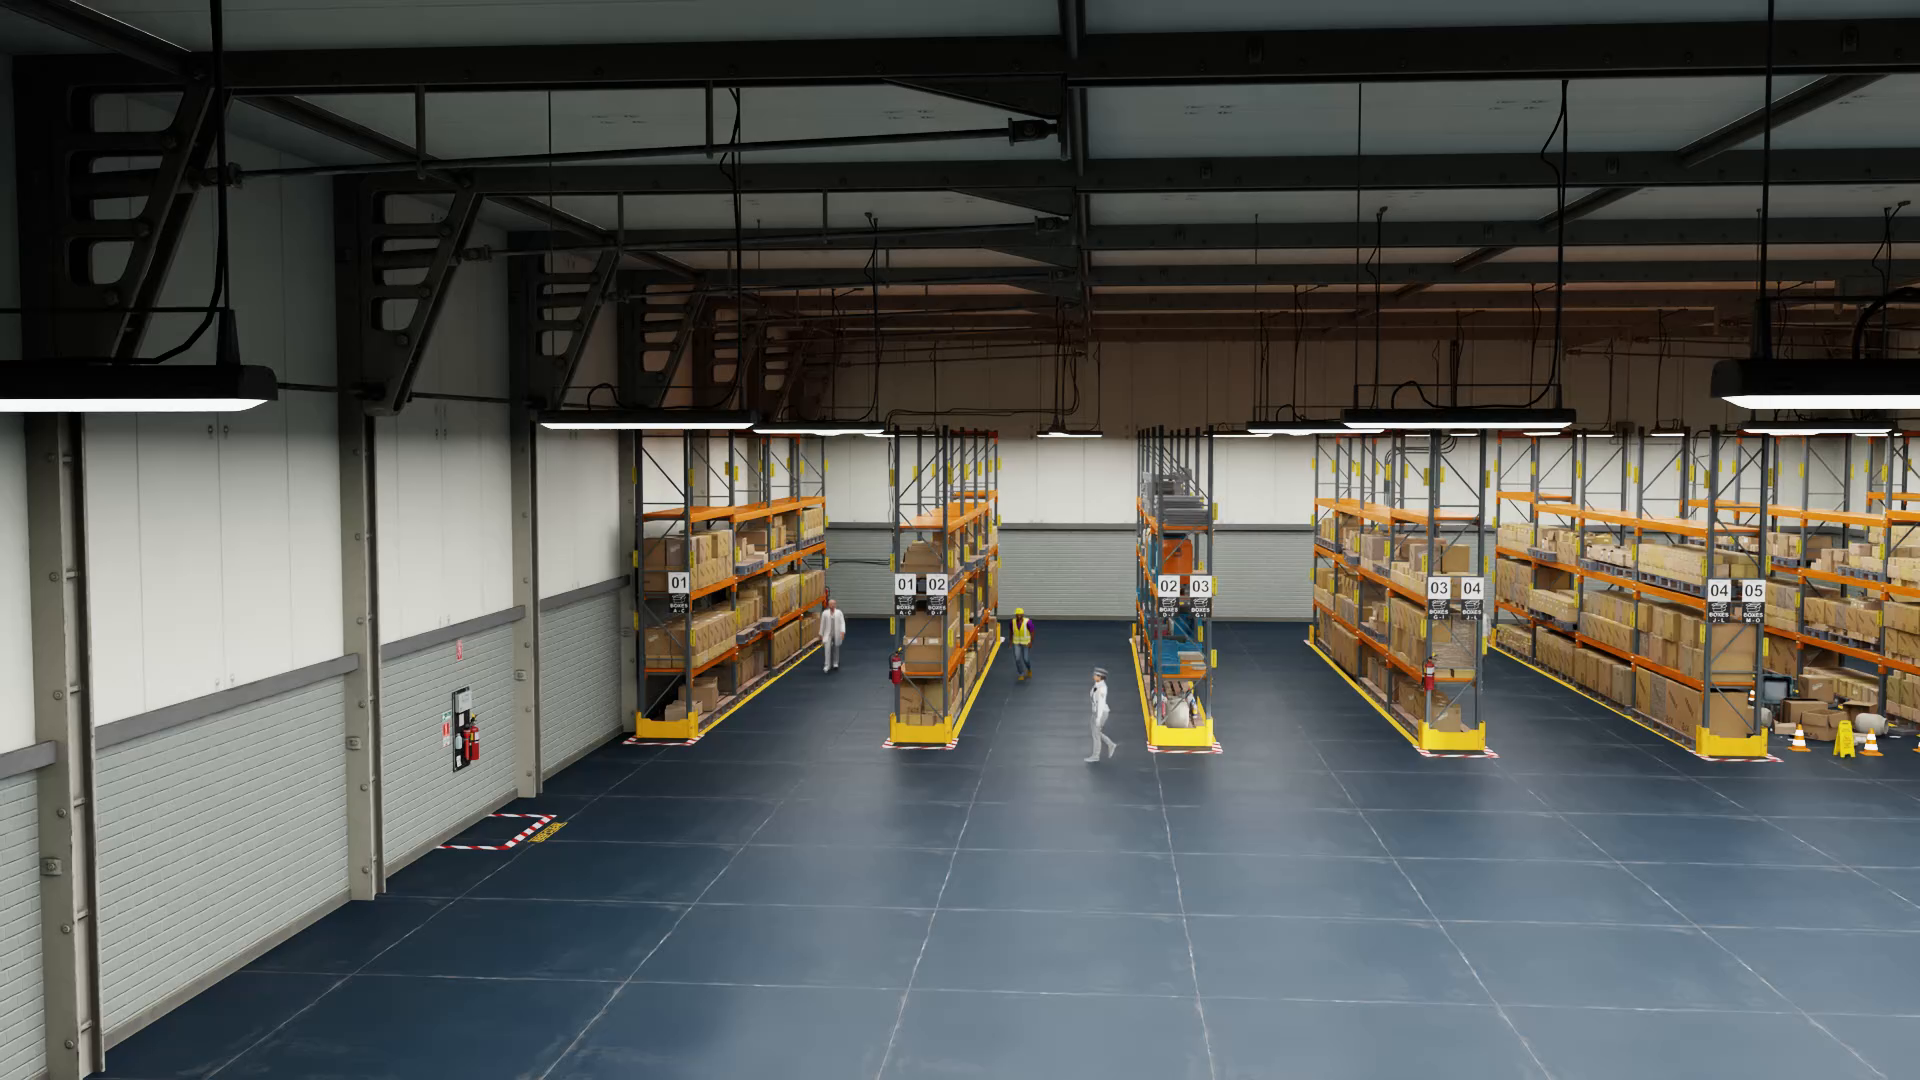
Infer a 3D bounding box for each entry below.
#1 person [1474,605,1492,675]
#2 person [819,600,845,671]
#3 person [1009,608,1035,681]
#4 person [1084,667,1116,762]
[{"bbox_3d":[12.726,2.403,40.763,0.578,1.814,0.573,1,4,13],"label":"person"},{"bbox_3d":[-3.182,2.353,41.297,0.666,1.713,1.114,0,3,-4],"label":"person"},{"bbox_3d":[1.492,2.471,39.712,0.636,1.740,0.678,1,4,18],"label":"person"},{"bbox_3d":[2.498,3.097,29.625,0.610,1.672,0.549,0,3,-5],"label":"person"}]
